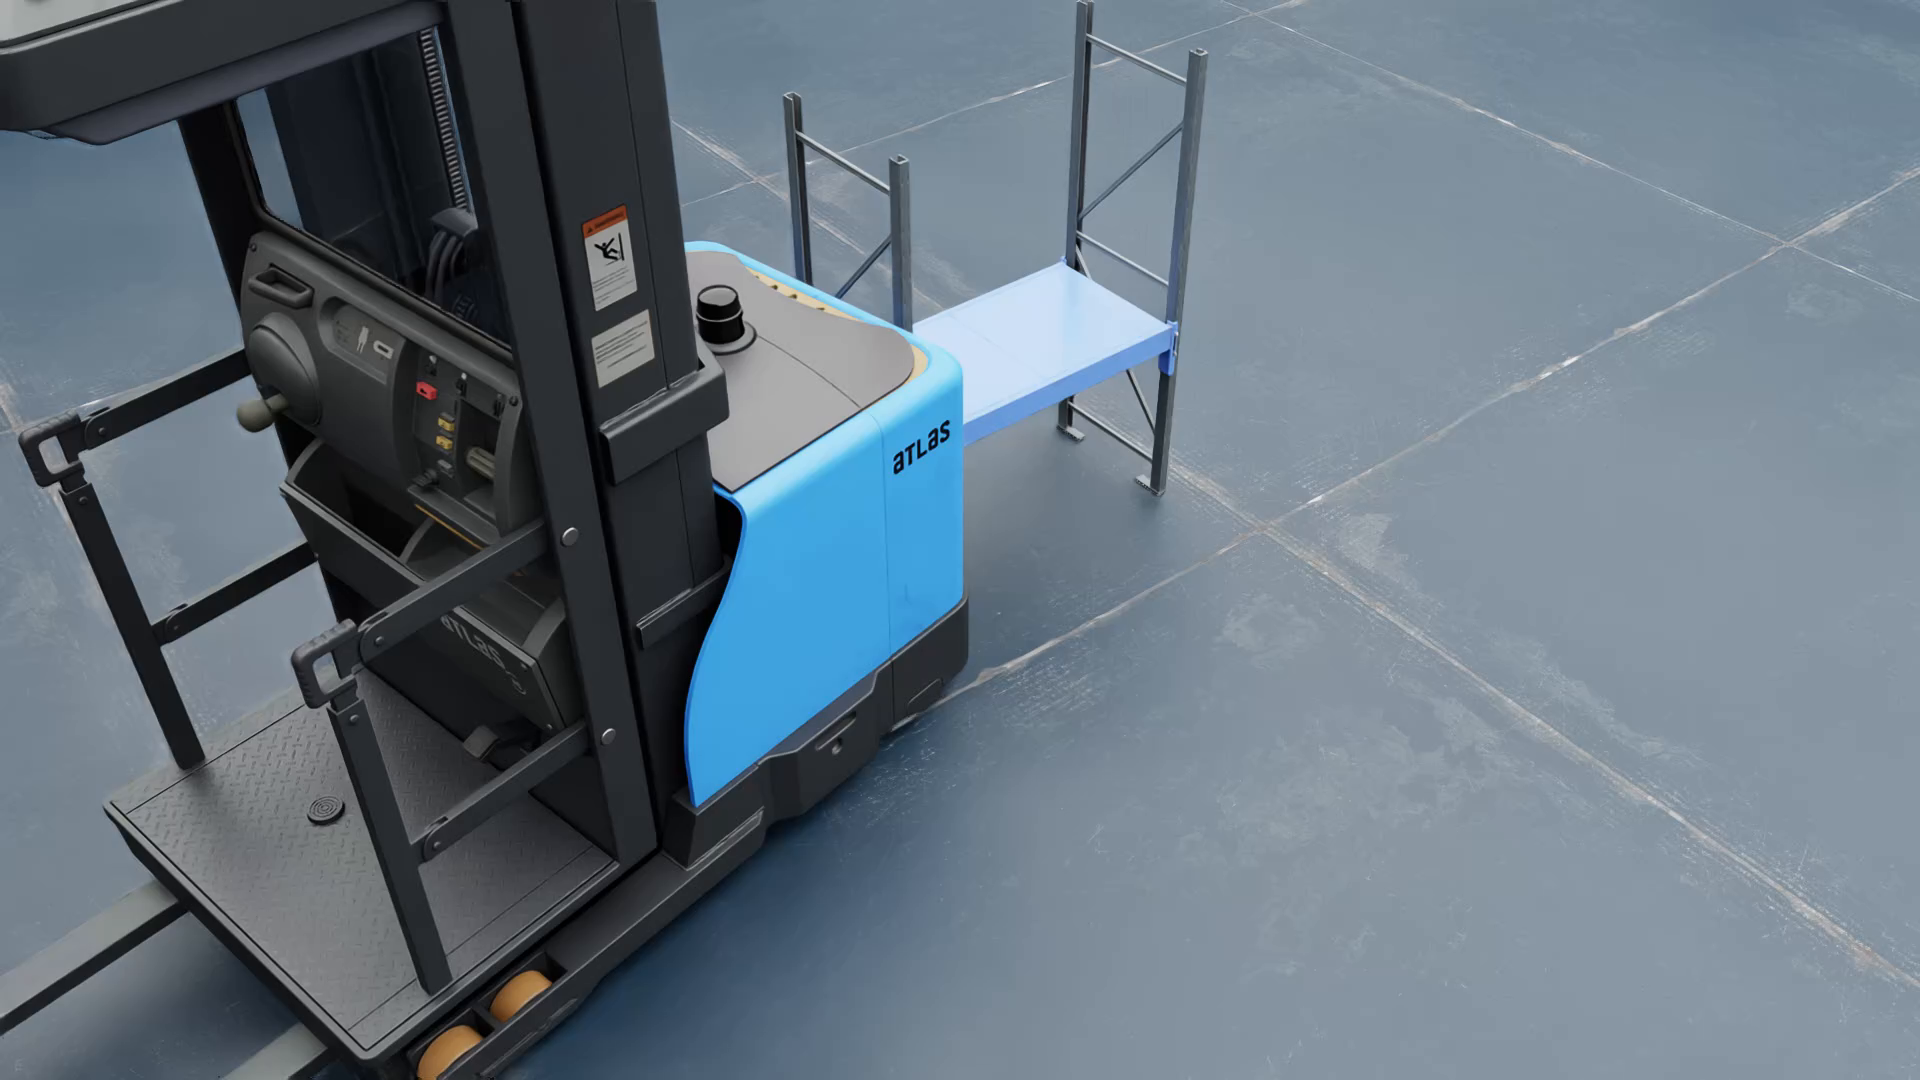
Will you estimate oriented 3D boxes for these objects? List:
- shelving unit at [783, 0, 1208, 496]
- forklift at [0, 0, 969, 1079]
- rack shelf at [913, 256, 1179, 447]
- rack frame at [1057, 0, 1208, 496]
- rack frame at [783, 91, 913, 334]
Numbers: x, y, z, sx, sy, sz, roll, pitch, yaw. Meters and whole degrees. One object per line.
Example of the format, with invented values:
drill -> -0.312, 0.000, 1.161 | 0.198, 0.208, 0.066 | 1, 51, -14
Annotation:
shelving unit -> 0.107, -0.652, 4.863 | 1.048, 1.500, 0.538 | -27, 46, -29
forklift -> -1.315, -0.243, 3.236 | 1.130, 2.935, 3.031 | 28, 47, 30
rack shelf -> 0.107, -0.513, 4.977 | 1.000, 0.185, 0.538 | -27, 46, -29
rack frame -> 0.504, -0.854, 5.109 | 0.032, 1.500, 0.500 | -27, 46, -29
rack frame -> -0.289, -0.451, 4.617 | 0.032, 1.500, 0.500 | -27, 46, -29
